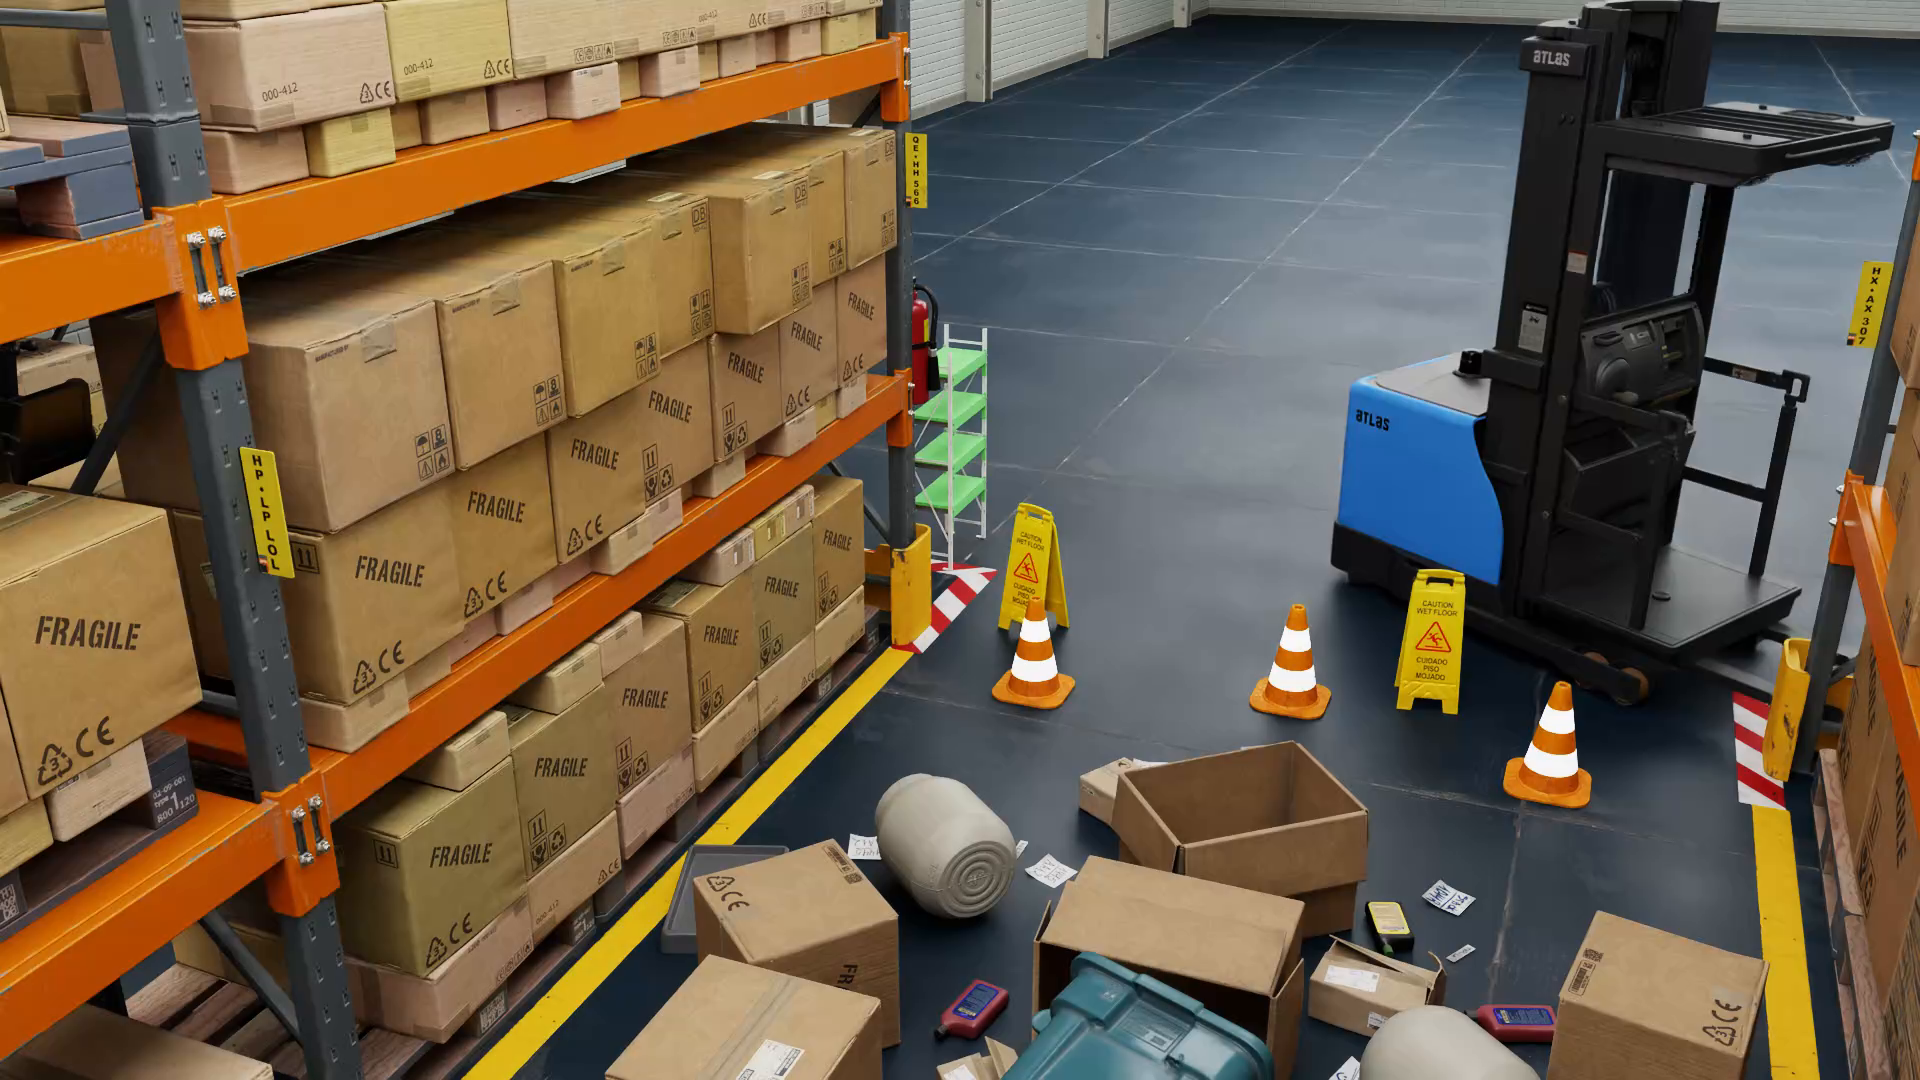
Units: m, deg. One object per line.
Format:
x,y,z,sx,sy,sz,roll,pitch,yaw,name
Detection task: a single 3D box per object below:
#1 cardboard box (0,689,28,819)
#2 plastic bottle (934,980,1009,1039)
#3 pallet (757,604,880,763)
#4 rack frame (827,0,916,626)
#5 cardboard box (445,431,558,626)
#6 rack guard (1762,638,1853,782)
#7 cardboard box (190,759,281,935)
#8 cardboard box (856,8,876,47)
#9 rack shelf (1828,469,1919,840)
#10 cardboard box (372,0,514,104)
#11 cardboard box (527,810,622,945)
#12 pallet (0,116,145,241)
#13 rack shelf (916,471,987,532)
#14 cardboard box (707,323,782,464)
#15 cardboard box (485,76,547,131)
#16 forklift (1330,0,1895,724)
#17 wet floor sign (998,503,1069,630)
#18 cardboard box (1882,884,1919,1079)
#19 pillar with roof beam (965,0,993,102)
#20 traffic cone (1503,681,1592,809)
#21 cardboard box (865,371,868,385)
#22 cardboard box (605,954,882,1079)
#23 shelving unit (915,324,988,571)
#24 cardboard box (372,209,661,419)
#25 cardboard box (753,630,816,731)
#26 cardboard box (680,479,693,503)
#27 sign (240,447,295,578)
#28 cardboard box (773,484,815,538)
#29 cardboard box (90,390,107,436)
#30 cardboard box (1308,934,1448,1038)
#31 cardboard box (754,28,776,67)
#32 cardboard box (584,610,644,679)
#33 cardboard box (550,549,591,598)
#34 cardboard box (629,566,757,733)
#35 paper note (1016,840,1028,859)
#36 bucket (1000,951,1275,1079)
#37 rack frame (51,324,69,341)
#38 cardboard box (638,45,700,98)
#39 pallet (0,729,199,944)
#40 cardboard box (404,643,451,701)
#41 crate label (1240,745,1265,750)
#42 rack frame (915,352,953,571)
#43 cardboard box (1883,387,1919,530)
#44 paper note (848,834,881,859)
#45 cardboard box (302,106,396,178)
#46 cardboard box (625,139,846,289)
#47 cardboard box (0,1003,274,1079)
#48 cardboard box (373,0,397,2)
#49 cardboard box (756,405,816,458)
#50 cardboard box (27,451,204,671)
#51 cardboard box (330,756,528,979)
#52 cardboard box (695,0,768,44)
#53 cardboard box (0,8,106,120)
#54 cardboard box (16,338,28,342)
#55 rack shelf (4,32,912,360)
-2.328,0.391,3.362,0.500,0.500,0.500,9,24,20,cardboard box
0.034,1.555,5.449,0.133,0.061,0.283,13,26,29,plastic bottle
-1.064,0.560,7.635,1.003,0.211,1.213,9,24,20,pallet
-0.701,-1.039,7.846,1.000,3.000,0.127,9,24,20,rack frame
-1.599,-0.092,5.062,0.500,0.500,0.500,9,24,20,cardboard box
3.942,0.778,6.739,1.175,0.500,0.348,9,24,20,rack guard
-2.216,0.871,5.323,0.500,0.500,0.500,8,24,19,cardboard box
-0.574,-2.140,6.915,0.380,0.149,0.250,9,24,20,cardboard box
3.190,0.681,4.662,1.077,0.370,4.000,9,24,20,rack shelf
-1.586,-1.364,4.541,0.500,0.250,0.500,9,24,20,cardboard box
-1.529,1.102,5.743,0.500,0.250,0.500,10,25,23,cardboard box
-2.515,-0.700,3.385,1.213,0.211,1.003,9,24,20,pallet
-0.061,-0.214,8.994,0.258,0.148,0.480,9,24,20,rack shelf
-1.026,-0.632,6.356,0.500,0.500,0.500,9,24,20,cardboard box
-1.465,-1.321,4.954,0.380,0.149,0.250,8,24,18,cardboard box
3.237,-0.824,7.420,1.130,2.935,3.031,-16,28,-33,forklift
0.363,0.132,8.096,0.267,0.644,0.232,19,29,38,wet floor sign
3.077,1.313,4.427,0.875,0.875,0.875,9,24,20,cardboard box
4.277,-10.222,22.046,9.100,9.000,0.400,9,24,20,pillar with roof beam
2.417,0.791,6.757,0.336,0.463,0.334,9,24,20,traffic cone
-0.641,-0.759,7.501,0.380,0.149,0.250,10,25,22,cardboard box
-0.523,1.440,4.171,0.500,0.500,0.500,9,24,20,cardboard box
-0.061,-0.494,8.877,0.258,1.200,0.503,9,24,20,shelving unit
-1.400,-0.735,5.304,0.700,0.500,0.500,8,24,19,cardboard box
-0.951,0.548,7.070,0.500,0.250,0.500,9,24,20,cardboard box
-1.227,-0.215,6.198,0.380,0.149,0.250,9,24,20,cardboard box
-1.670,-0.064,4.009,0.100,0.325,0.005,9,24,20,sign
-0.830,-0.145,6.913,0.380,0.149,0.250,10,24,22,cardboard box
-5.201,-0.685,9.373,0.500,0.250,0.500,8,24,19,cardboard box
1.375,1.447,5.440,0.396,0.266,0.258,13,26,29,cardboard box
-0.922,-1.875,6.281,0.380,0.149,0.250,9,24,20,cardboard box
-1.328,0.332,5.771,0.380,0.149,0.250,10,25,23,cardboard box
-1.461,0.061,5.539,0.380,0.149,0.250,9,24,20,cardboard box
-1.141,0.380,6.497,0.500,0.500,0.500,8,24,19,cardboard box
0.228,1.189,6.390,0.032,0.001,0.123,9,24,20,paper note
0.357,1.495,4.054,0.726,0.611,0.620,19,39,38,bucket
-5.311,-1.749,9.545,1.000,3.000,0.127,9,24,20,rack frame
-1.103,-1.584,5.584,0.380,0.149,0.250,8,24,19,cardboard box
-2.605,0.733,3.852,1.003,0.211,1.213,9,24,20,pallet
-1.726,0.343,4.862,0.380,0.149,0.250,10,24,22,cardboard box
1.260,0.948,6.804,0.250,0.136,0.298,-3,23,-8,crate label
-0.152,-0.407,8.668,0.240,1.200,0.015,9,24,20,rack frame
3.837,-0.297,5.874,0.875,0.550,0.550,9,24,20,cardboard box
-0.357,1.177,6.393,0.142,0.019,0.148,1,23,2,paper note
-1.691,-1.038,4.277,0.380,0.149,0.250,9,24,20,cardboard box
-0.883,-1.290,6.634,0.700,0.500,0.500,9,24,21,cardboard box
-2.379,1.599,4.395,0.950,0.372,0.625,9,24,21,cardboard box
-1.590,-1.500,4.350,0.380,0.149,0.250,8,24,18,cardboard box
-0.815,-0.467,6.803,0.380,0.149,0.250,9,24,21,cardboard box
-2.252,0.014,4.809,0.500,0.500,0.500,8,24,19,cardboard box
-1.717,0.949,5.137,0.500,0.500,0.500,10,25,23,cardboard box
-1.017,-1.904,5.833,0.500,0.250,0.500,9,24,22,cardboard box
-2.272,-1.257,4.285,0.500,0.250,0.500,9,24,20,cardboard box
-5.665,-0.990,9.454,0.500,0.250,0.500,8,24,19,cardboard box
-1.444,-1.376,5.694,1.077,0.370,4.000,9,24,20,rack shelf
